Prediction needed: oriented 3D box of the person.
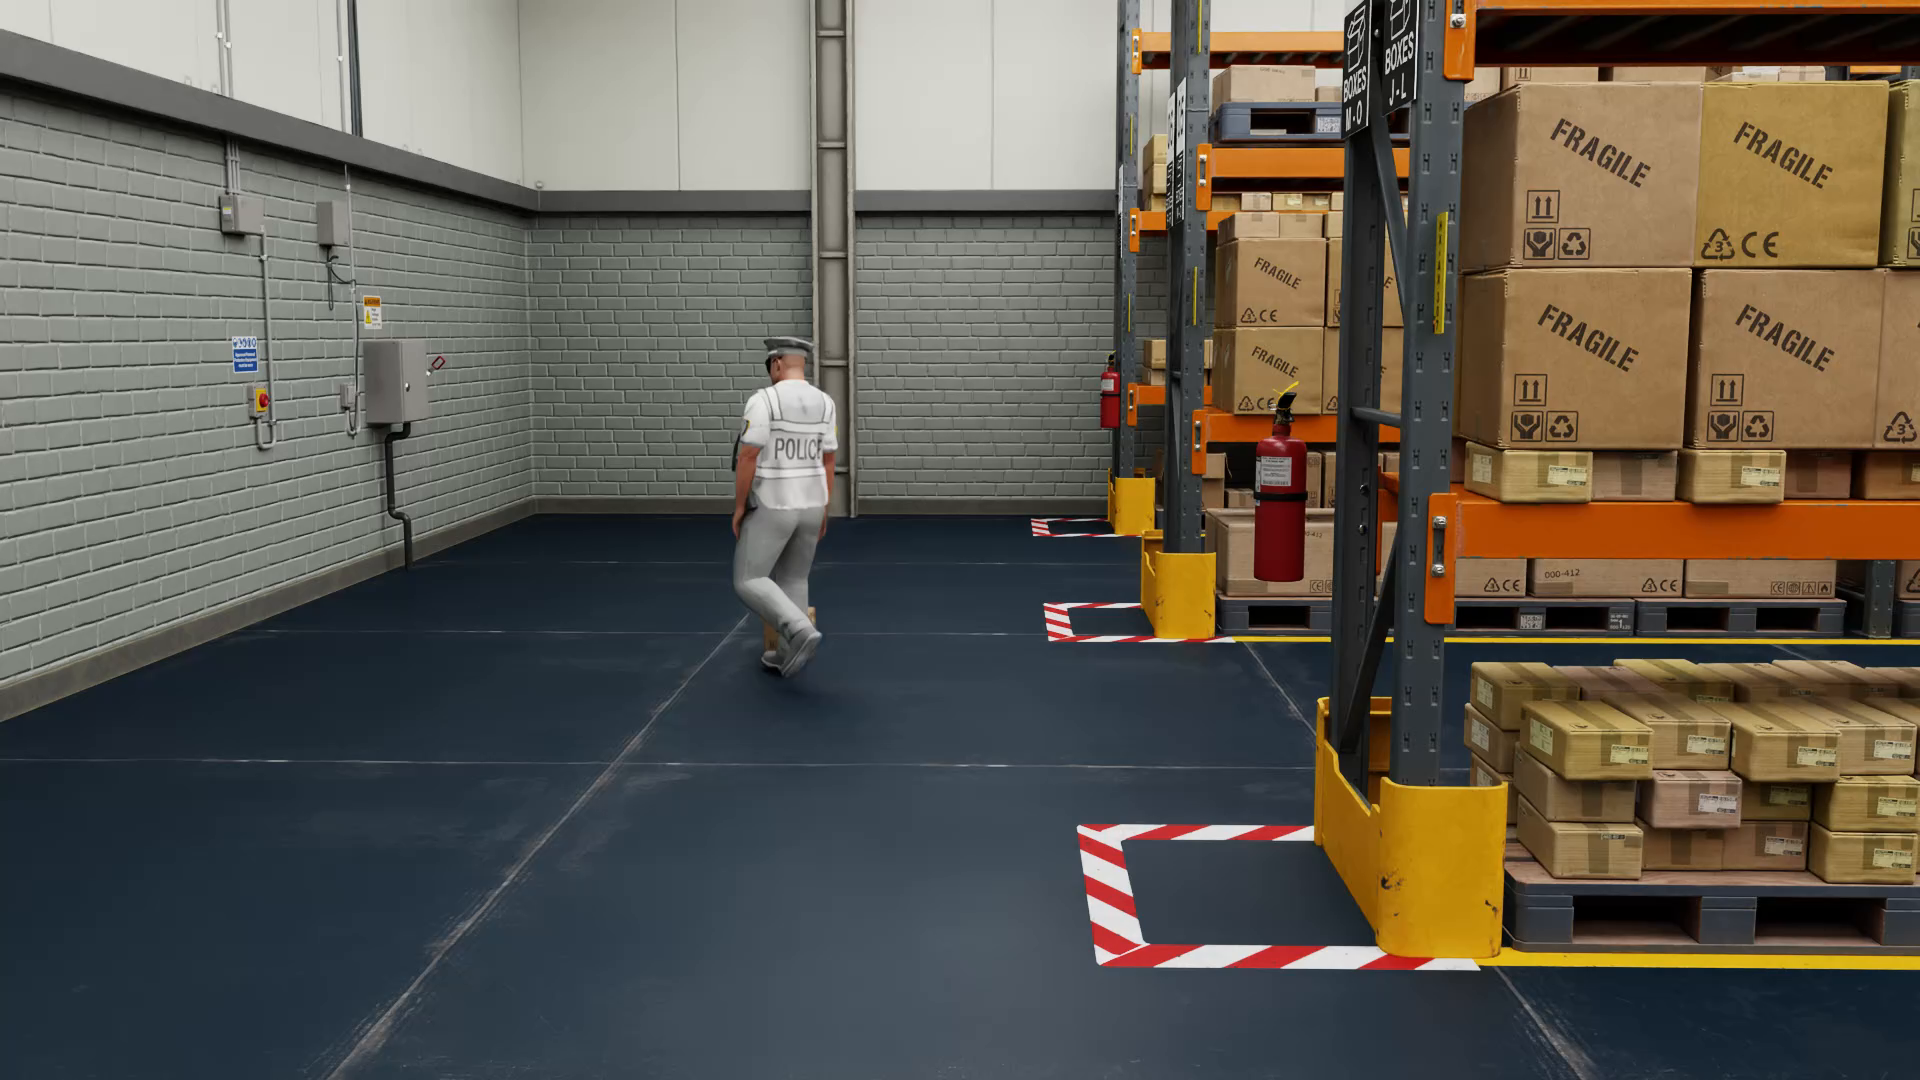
[{"bbox_3d":[-0.877,-0.157,8.408,0.559,1.725,0.743,-7,10,-42],"label":"person"}]
